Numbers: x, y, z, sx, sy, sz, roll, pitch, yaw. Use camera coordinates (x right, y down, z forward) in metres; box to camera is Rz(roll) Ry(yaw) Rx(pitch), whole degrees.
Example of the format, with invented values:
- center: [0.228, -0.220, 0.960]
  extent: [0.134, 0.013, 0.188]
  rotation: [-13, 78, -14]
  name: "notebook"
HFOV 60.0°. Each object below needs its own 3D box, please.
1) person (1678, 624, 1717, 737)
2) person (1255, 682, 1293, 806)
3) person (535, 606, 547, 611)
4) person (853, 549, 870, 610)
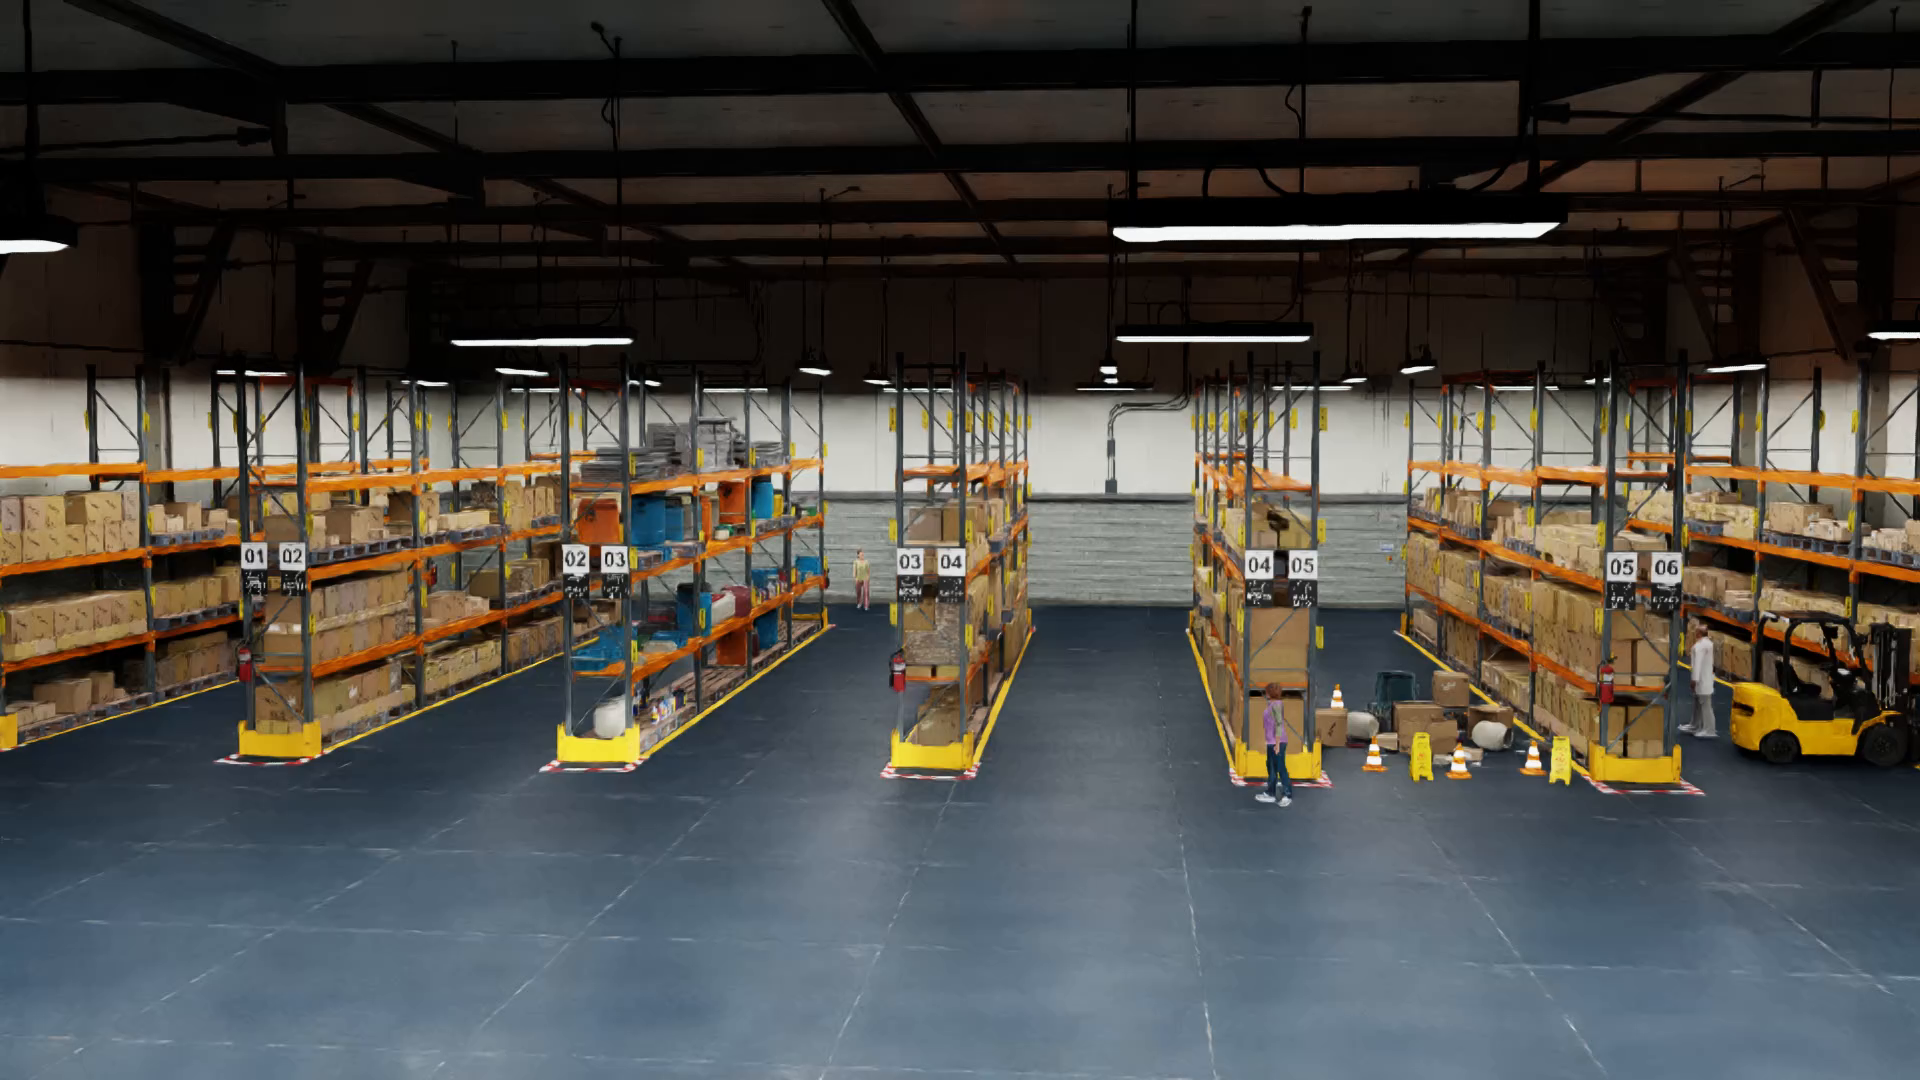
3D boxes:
- center: [11.772, 2.213, 26.498]
  extent: [0.636, 1.775, 0.677]
  rotation: [3, 5, 36]
  name: "person"
- center: [4.130, 2.653, 21.756]
  extent: [0.446, 1.596, 0.514]
  rotation: [0, 4, 2]
  name: "person"
- center: [-11.299, 1.001, 43.857]
  extent: [0.472, 1.783, 0.692]
  rotation: [4, 6, 44]
  name: "person"
- center: [-2.628, 1.044, 44.226]
  extent: [0.446, 1.603, 1.016]
  rotation: [0, 4, -2]
  name: "person"
